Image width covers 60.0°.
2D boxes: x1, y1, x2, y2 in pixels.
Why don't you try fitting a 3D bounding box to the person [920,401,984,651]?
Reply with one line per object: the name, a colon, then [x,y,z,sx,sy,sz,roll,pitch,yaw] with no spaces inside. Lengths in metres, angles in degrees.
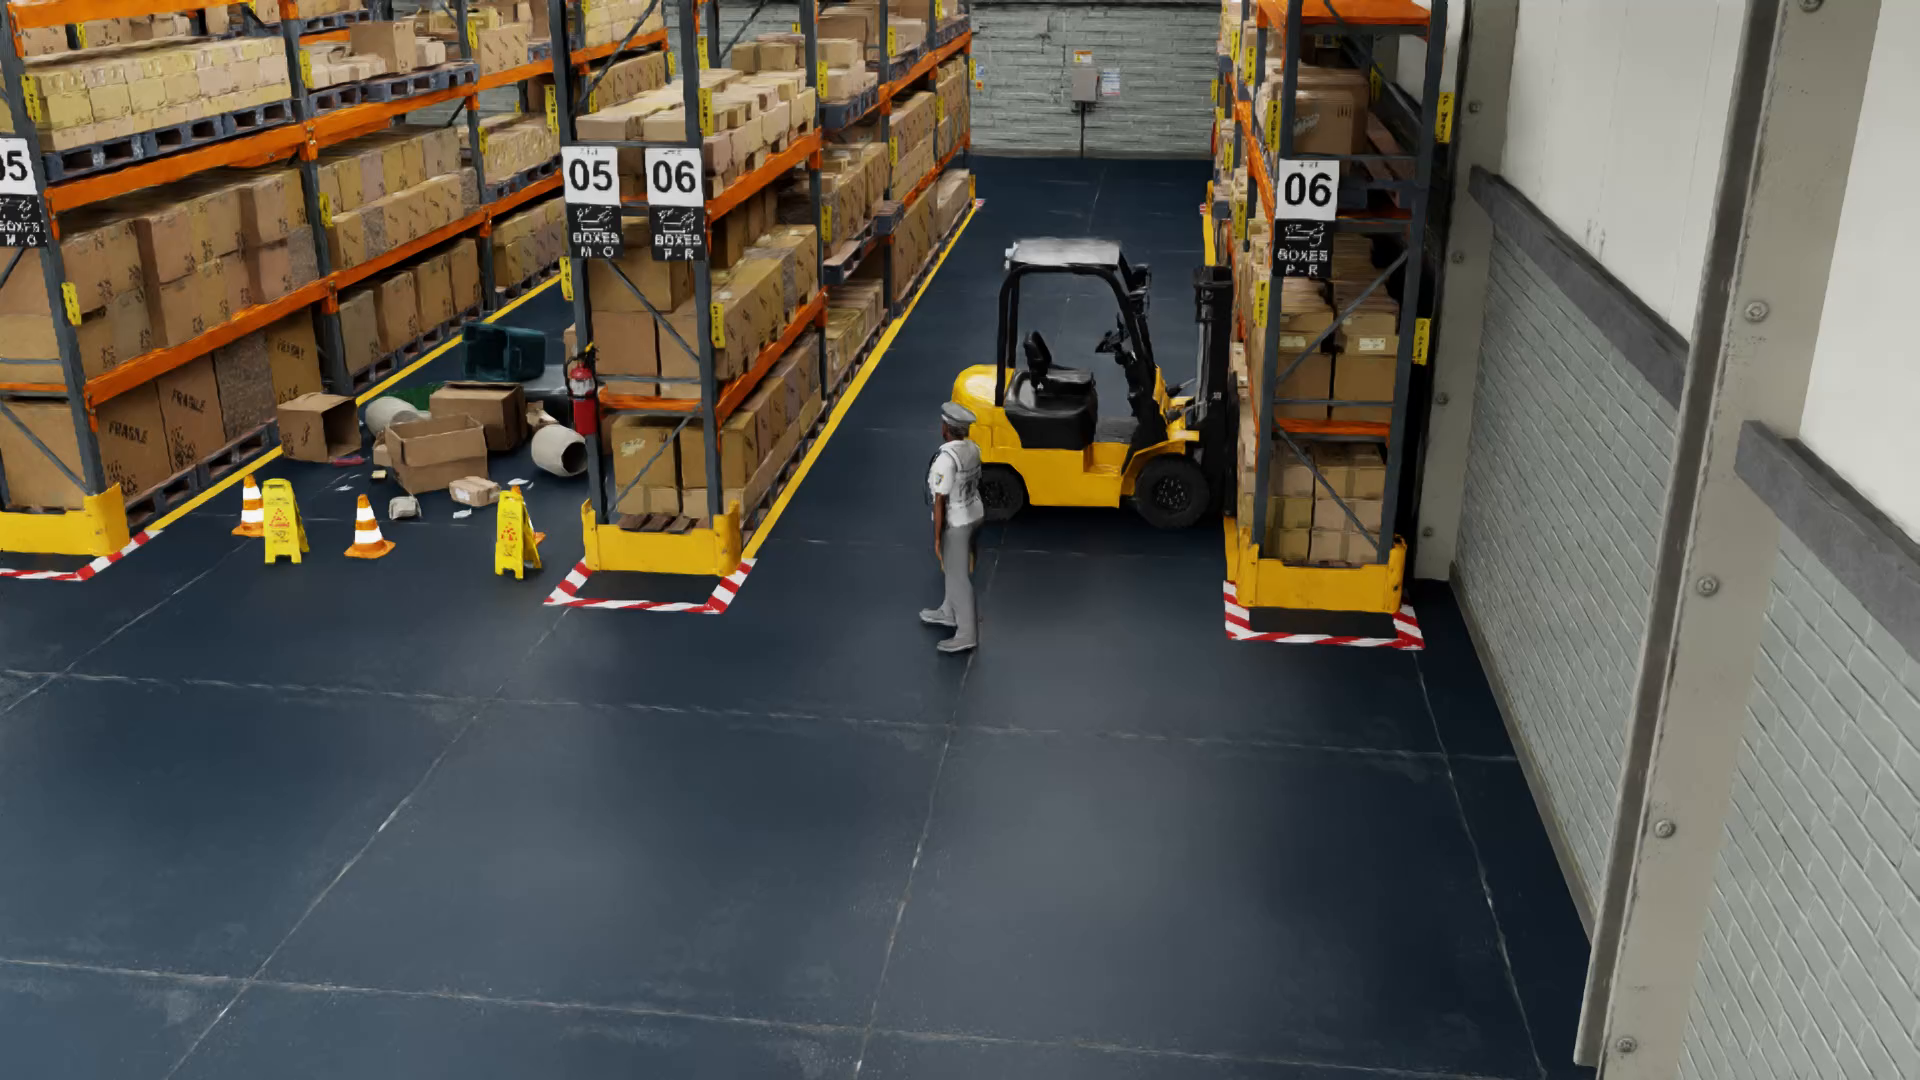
person: [-0.066,-0.130,11.351,0.583,1.667,0.643,11,24,27]
